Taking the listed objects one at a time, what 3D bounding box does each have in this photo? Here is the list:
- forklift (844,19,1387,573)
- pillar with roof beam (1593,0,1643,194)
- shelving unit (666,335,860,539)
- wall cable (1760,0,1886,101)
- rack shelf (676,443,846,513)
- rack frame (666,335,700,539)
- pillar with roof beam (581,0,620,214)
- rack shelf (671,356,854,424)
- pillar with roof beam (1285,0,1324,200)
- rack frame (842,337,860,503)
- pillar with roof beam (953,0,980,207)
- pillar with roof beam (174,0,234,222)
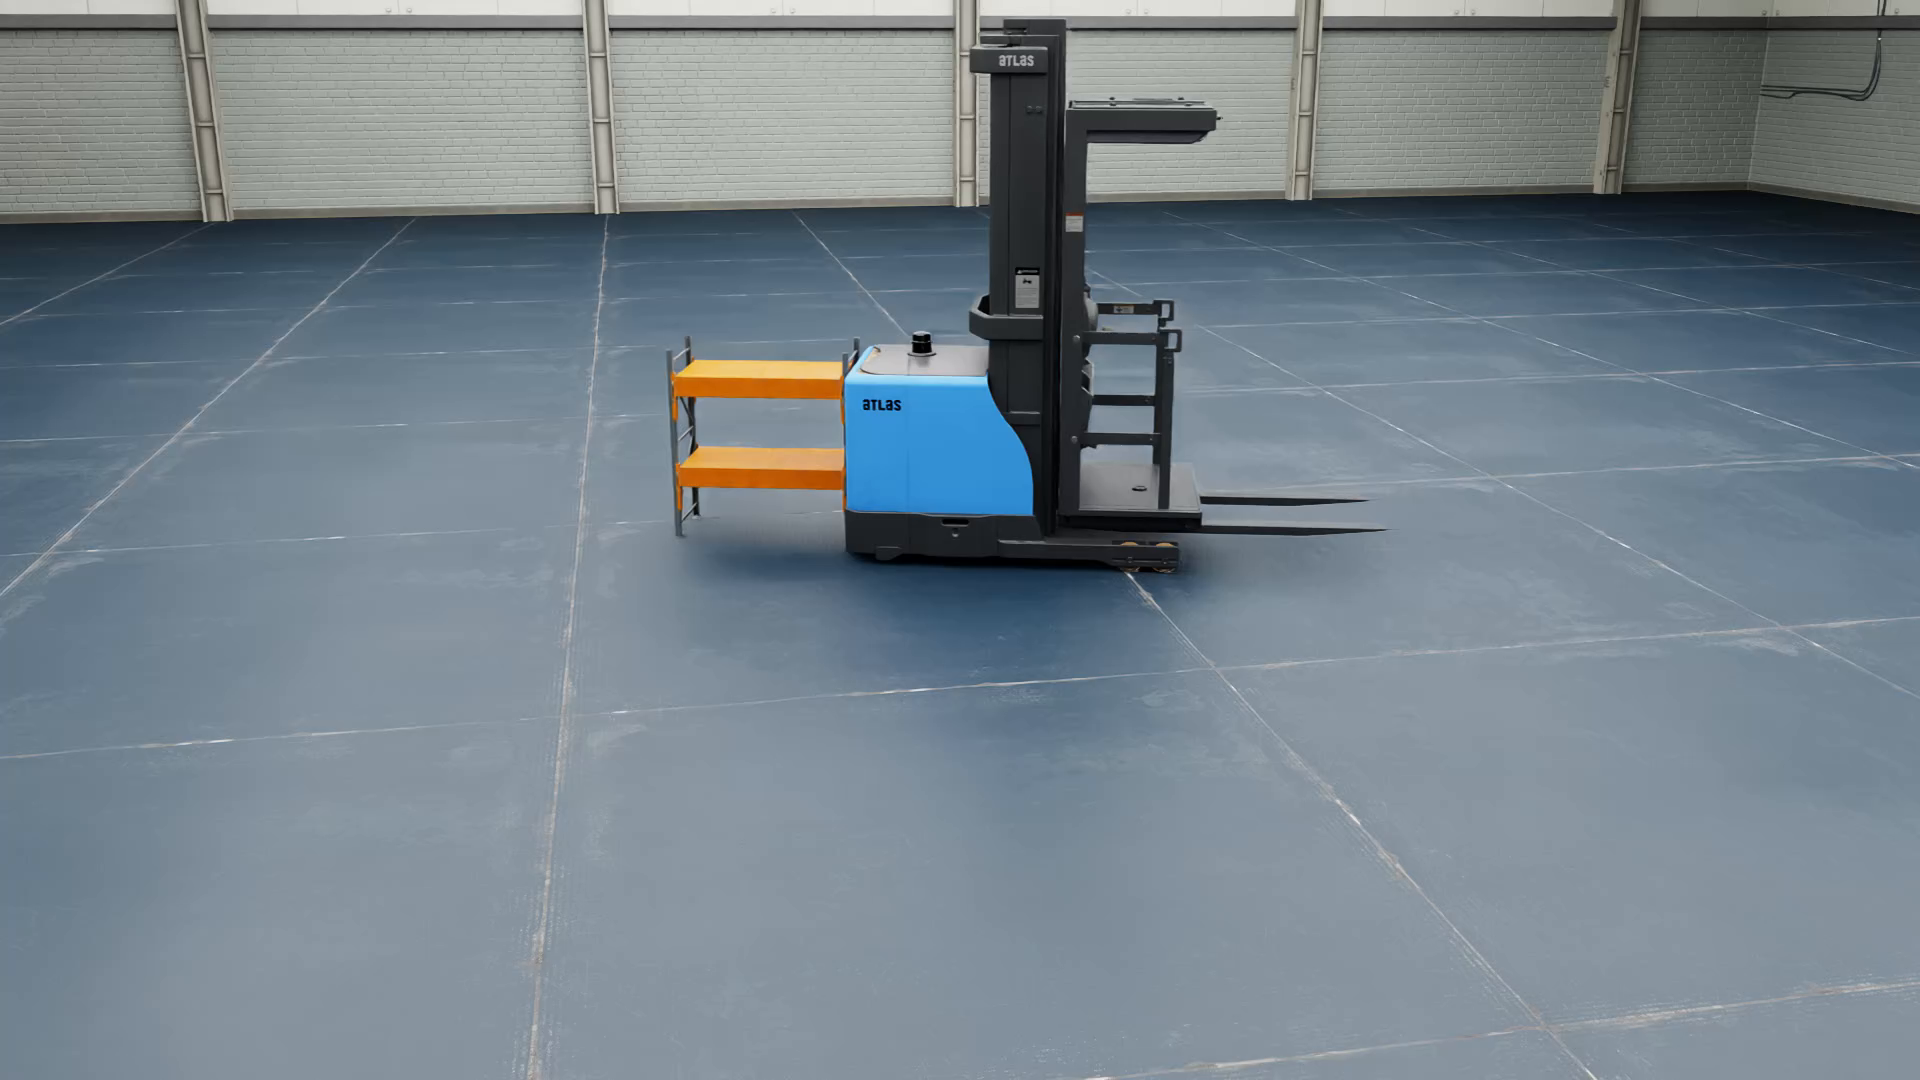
[{"bbox_3d":[0.894,-1.380,9.314,3.031,2.935,1.130,1,17,4],"label":"forklift"},{"bbox_3d":[12.702,-9.435,25.202,0.400,9.000,9.100,-3,17,-10],"label":"pillar with roof beam"},{"bbox_3d":[-1.141,-0.608,9.876,1.048,1.125,0.538,1,17,4],"label":"shelving unit"},{"bbox_3d":[15.028,-8.974,28.992,0.112,2.526,3.097,-3,17,-10],"label":"wall cable"},{"bbox_3d":[-1.141,-0.374,9.947,1.000,0.278,0.538,1,17,4],"label":"rack shelf"},{"bbox_3d":[-1.648,-0.620,9.914,0.032,1.125,0.500,1,17,4],"label":"rack frame"},{"bbox_3d":[-4.972,-8.432,21.938,0.400,9.000,9.100,-3,17,-10],"label":"pillar with roof beam"},{"bbox_3d":[-1.141,-0.888,9.790,1.000,0.278,0.538,1,17,4],"label":"rack shelf"},{"bbox_3d":[6.811,-9.100,24.114,0.400,9.000,9.100,-3,17,-10],"label":"pillar with roof beam"},{"bbox_3d":[-0.634,-0.596,9.837,0.032,1.125,0.500,1,17,4],"label":"rack frame"},{"bbox_3d":[0.919,-8.766,23.026,0.400,9.000,9.100,-3,17,-10],"label":"pillar with roof beam"},{"bbox_3d":[-10.863,-8.098,20.850,0.400,9.000,9.100,-3,17,-10],"label":"pillar with roof beam"}]
